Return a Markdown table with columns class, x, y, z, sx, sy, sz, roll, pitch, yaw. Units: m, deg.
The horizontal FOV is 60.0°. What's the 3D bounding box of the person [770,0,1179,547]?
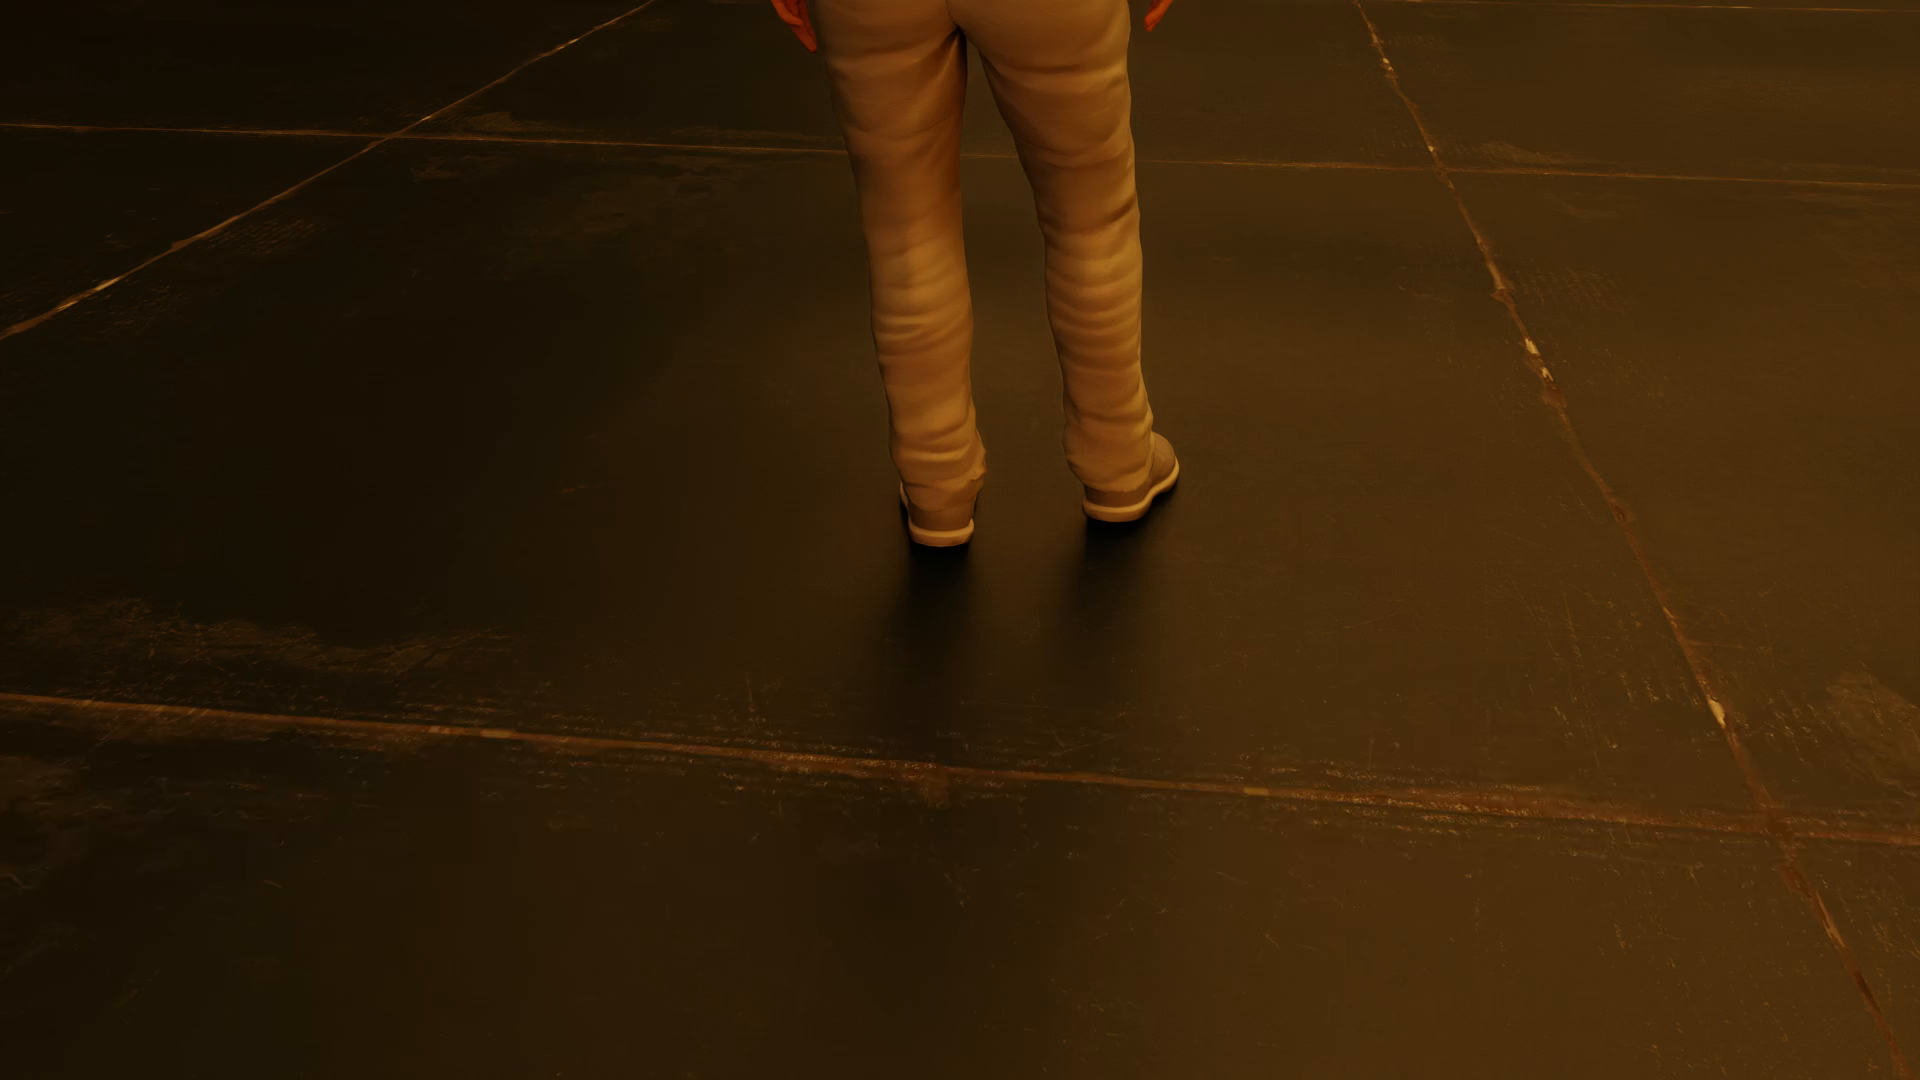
| class | x | y | z | sx | sy | sz | roll | pitch | yaw |
| --- | --- | --- | --- | --- | --- | --- | --- | --- | --- |
| person | 0.033 | -0.786 | 2.190 | 0.598 | 1.670 | 0.529 | 3 | 27 | 7 |
